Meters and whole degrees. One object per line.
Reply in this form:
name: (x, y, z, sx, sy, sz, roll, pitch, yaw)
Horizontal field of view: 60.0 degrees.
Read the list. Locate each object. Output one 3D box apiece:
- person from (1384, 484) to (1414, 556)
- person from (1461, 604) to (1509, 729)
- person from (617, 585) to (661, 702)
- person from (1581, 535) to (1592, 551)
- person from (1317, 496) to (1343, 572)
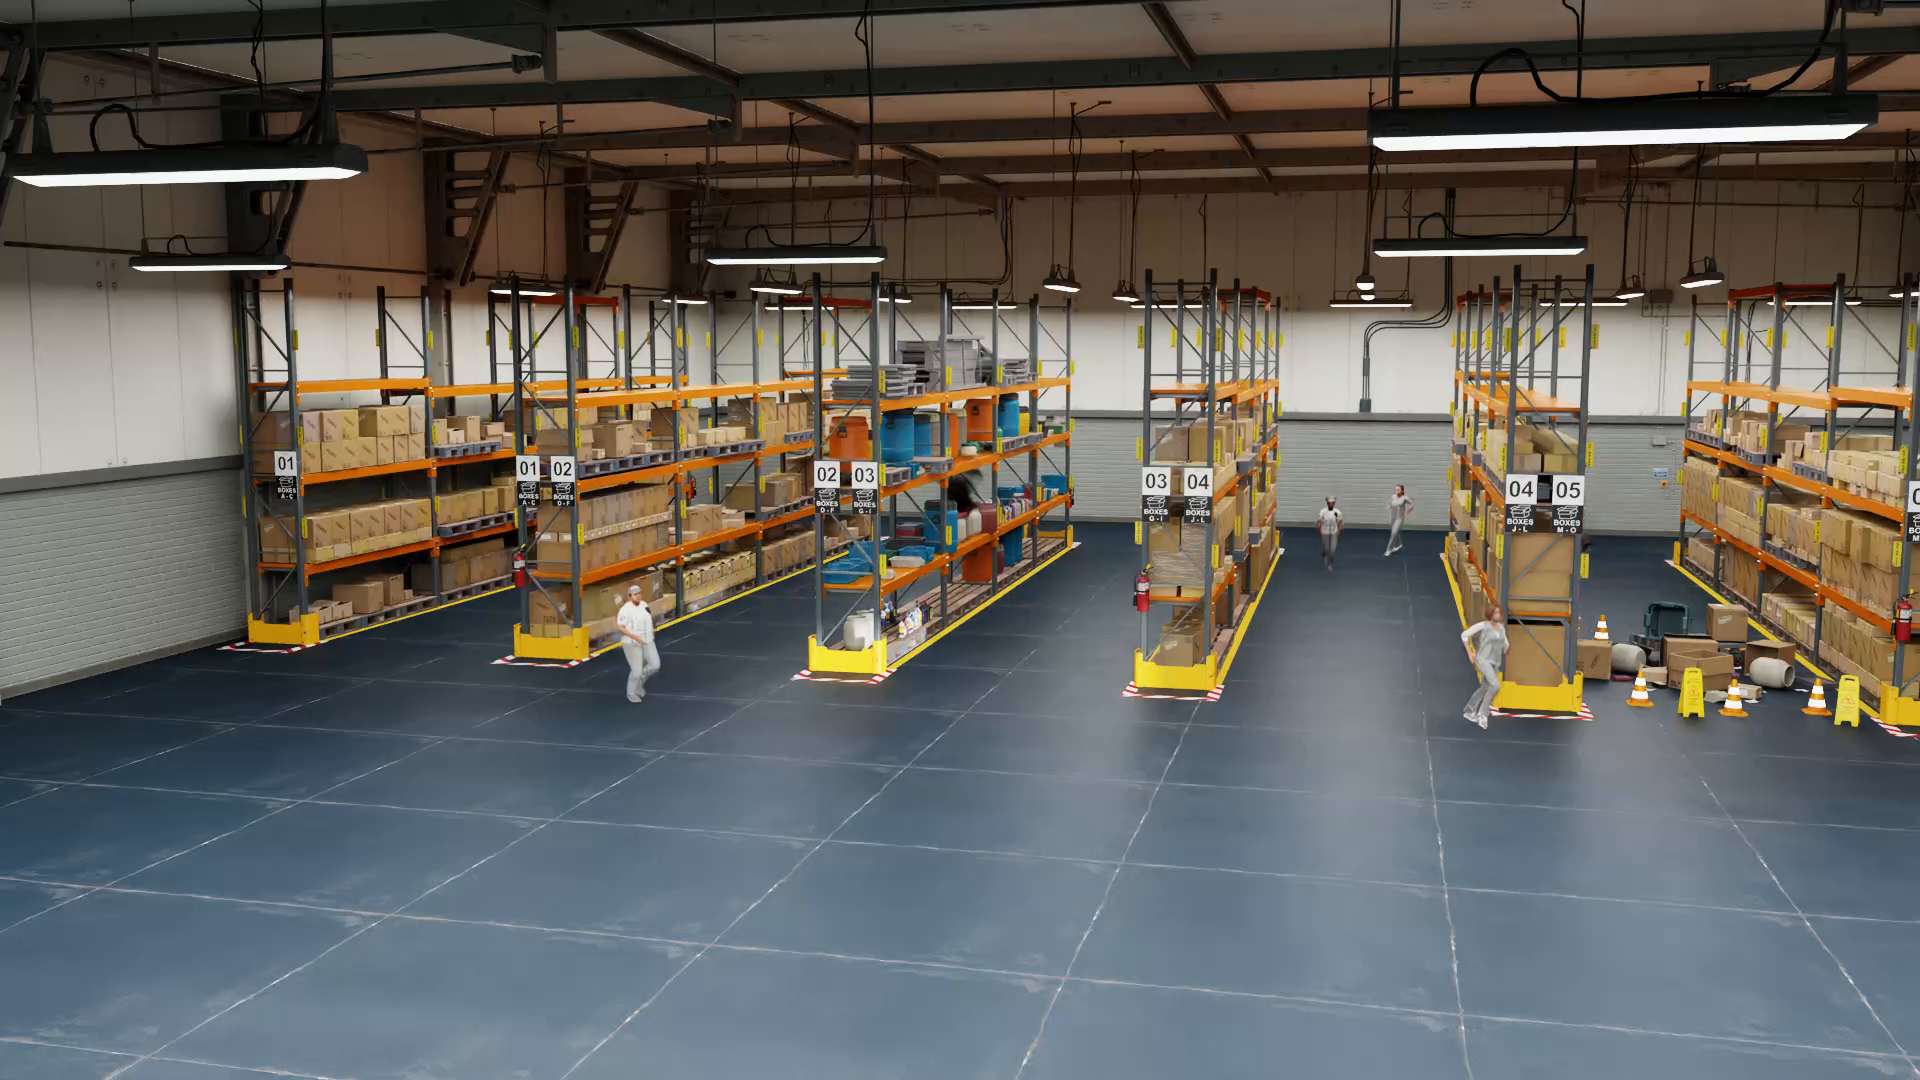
person: (10.278, -0.477, 38.901, 0.830, 1.670, 0.581, -6, 9, -39)
person: (6.873, 1.631, 21.668, 0.540, 1.596, 0.616, -4, 8, -32)
person: (-4.445, 1.437, 23.103, 0.527, 1.629, 0.617, 7, 9, 43)
person: (14.209, -0.490, 38.861, 1.095, 1.722, 0.663, 2, 7, 13)
person: (8.070, -0.148, 36.305, 0.561, 1.648, 0.587, 1, 7, 7)
